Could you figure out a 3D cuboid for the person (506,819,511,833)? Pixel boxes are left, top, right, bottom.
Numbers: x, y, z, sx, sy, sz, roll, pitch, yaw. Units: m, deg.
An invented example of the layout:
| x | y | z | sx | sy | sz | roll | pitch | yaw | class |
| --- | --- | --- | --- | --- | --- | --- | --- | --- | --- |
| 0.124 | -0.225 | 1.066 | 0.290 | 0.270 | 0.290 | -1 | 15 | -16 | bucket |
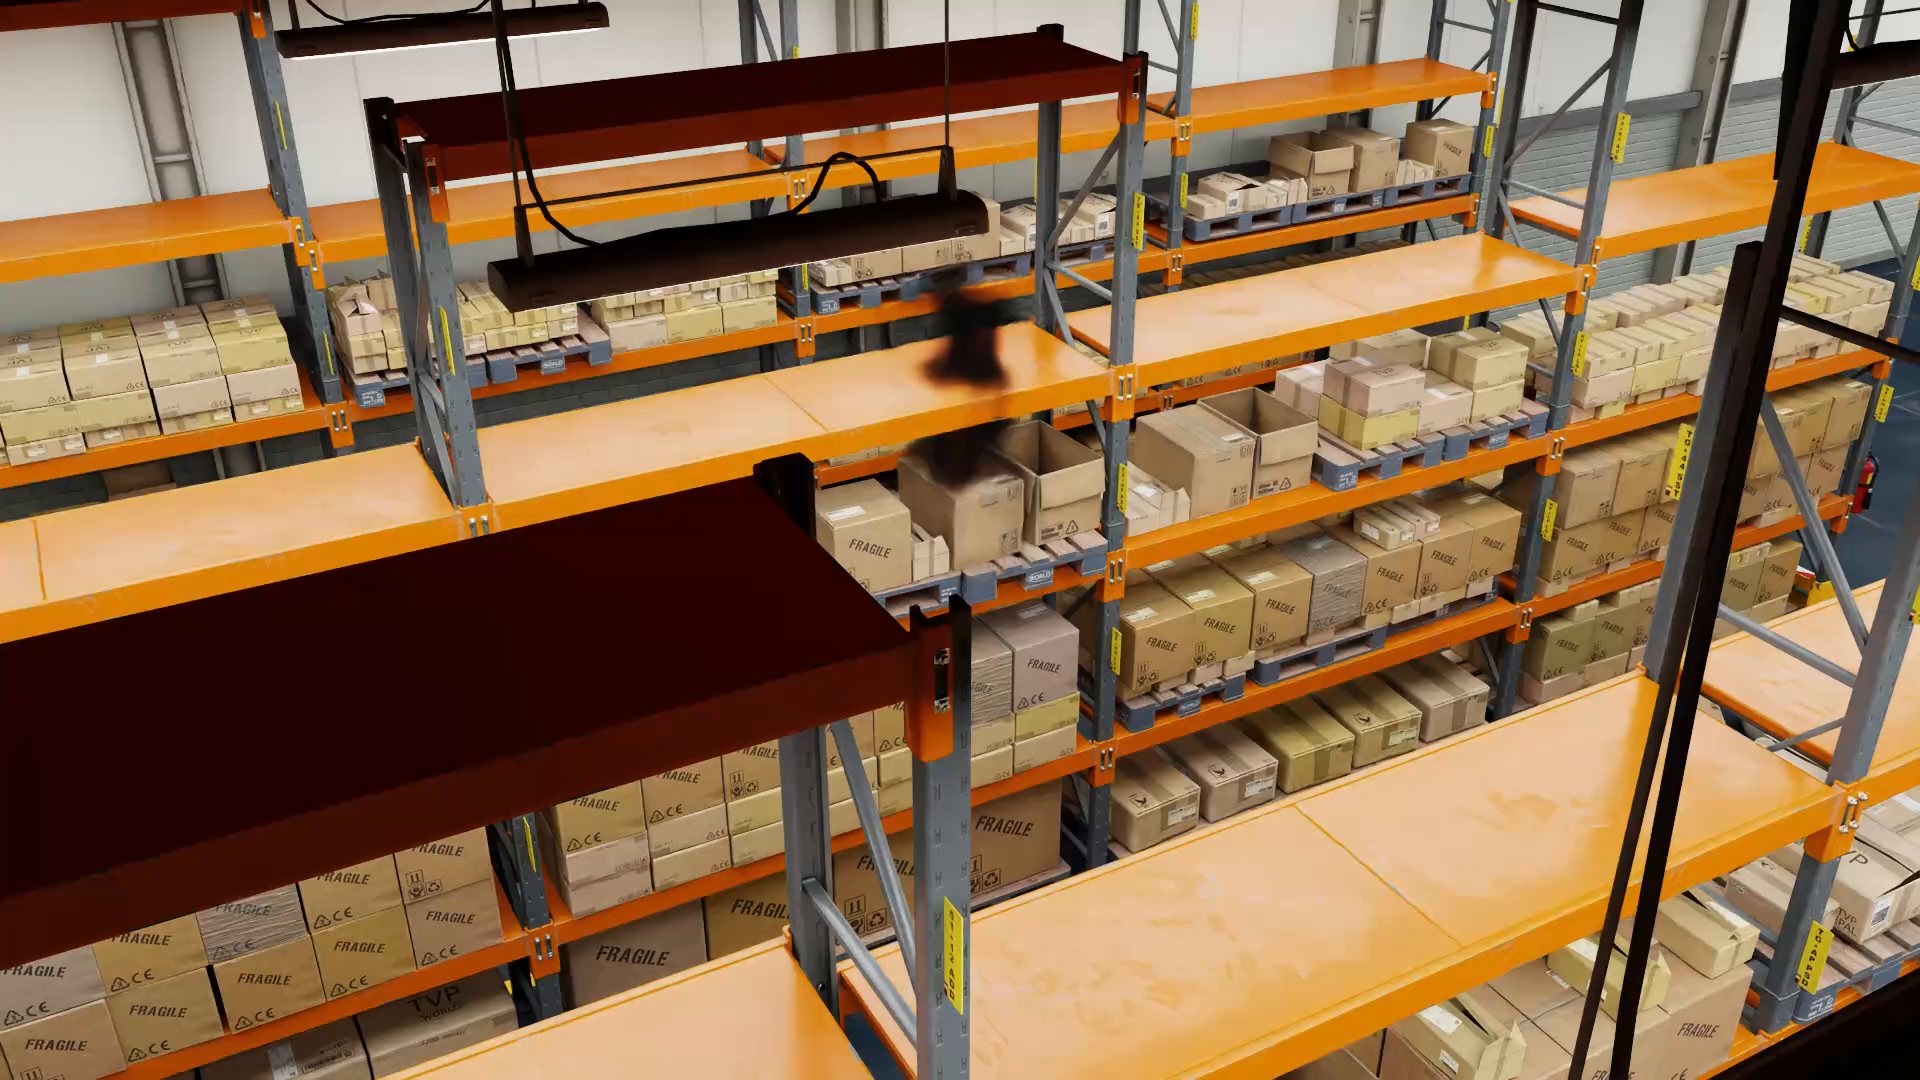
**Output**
| x | y | z | sx | sy | sz | roll | pitch | yaw | class |
| --- | --- | --- | --- | --- | --- | --- | --- | --- | --- |
| -3.392 | 1.619 | 12.317 | 0.512 | 1.530 | 0.547 | -23 | 36 | -36 | person |
